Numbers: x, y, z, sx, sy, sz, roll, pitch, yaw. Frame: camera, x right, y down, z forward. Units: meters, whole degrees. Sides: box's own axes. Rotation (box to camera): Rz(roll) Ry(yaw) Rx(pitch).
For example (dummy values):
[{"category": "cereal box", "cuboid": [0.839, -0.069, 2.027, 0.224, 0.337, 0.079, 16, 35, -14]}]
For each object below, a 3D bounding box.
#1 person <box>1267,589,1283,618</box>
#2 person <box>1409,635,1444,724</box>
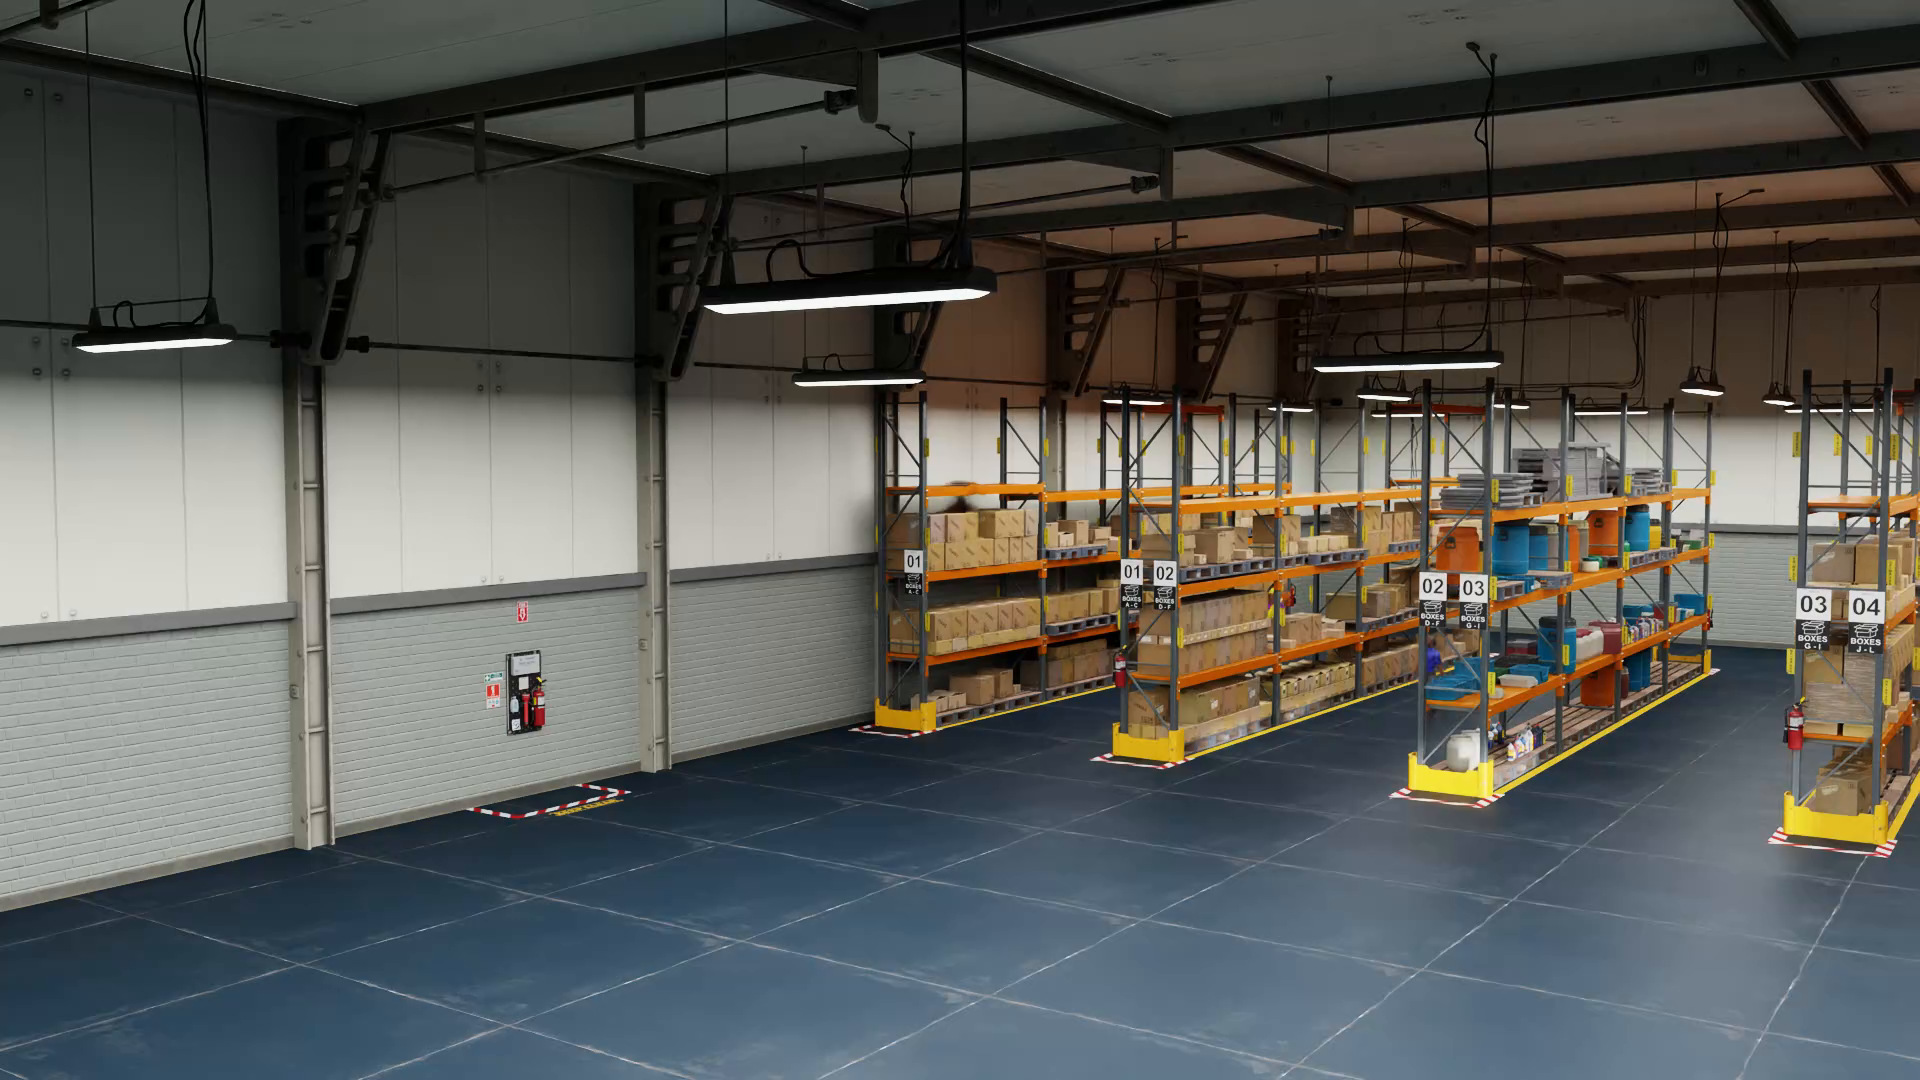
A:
[{"category": "person", "cuboid": [7.229, 2.003, 38.691, 0.619, 1.725, 1.080, 2, 4, 30]}, {"category": "person", "cuboid": [8.509, 2.519, 30.240, 0.603, 1.598, 1.047, 3, 4, 44]}]
